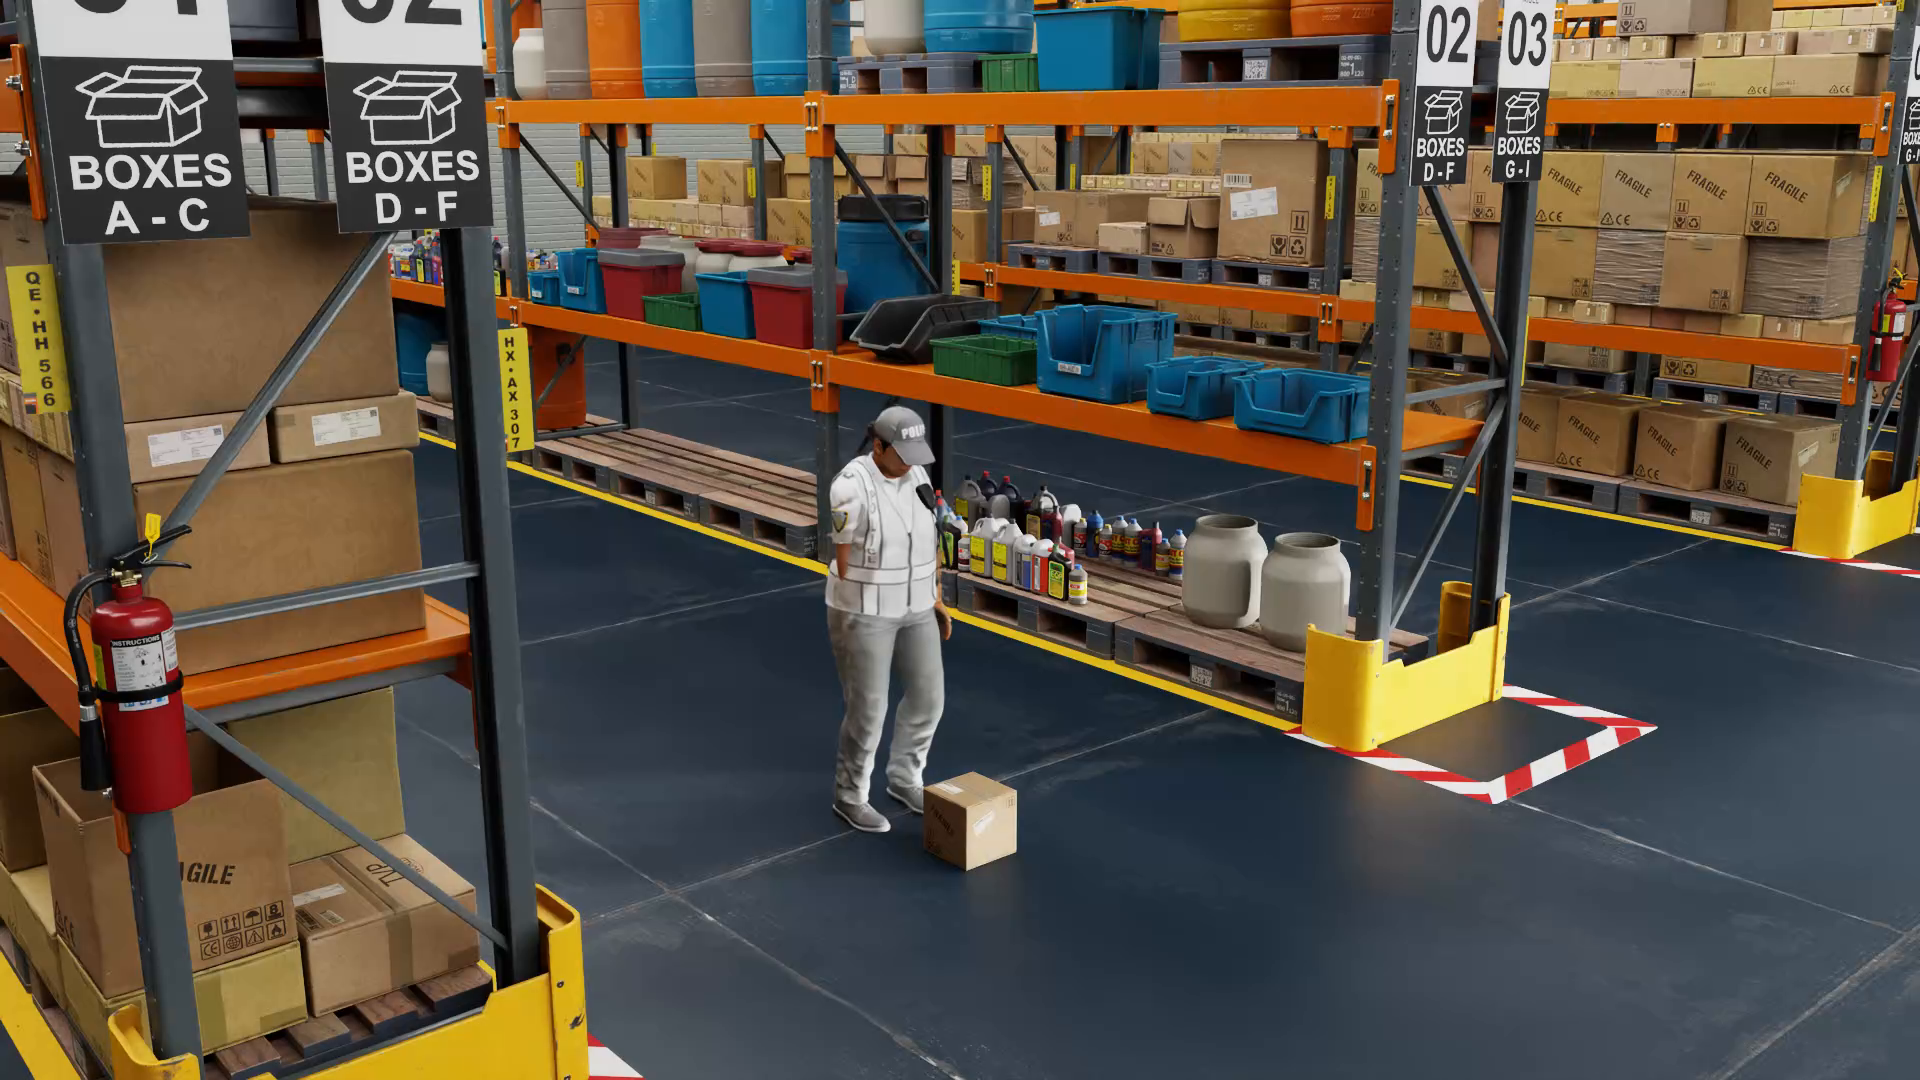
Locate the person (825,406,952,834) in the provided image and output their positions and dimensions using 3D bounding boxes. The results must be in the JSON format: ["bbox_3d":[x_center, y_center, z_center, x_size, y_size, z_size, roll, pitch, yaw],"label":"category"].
[{"bbox_3d":[-0.265,0.289,6.427,0.483,1.643,0.429,-12,18,-38],"label":"person"}]
